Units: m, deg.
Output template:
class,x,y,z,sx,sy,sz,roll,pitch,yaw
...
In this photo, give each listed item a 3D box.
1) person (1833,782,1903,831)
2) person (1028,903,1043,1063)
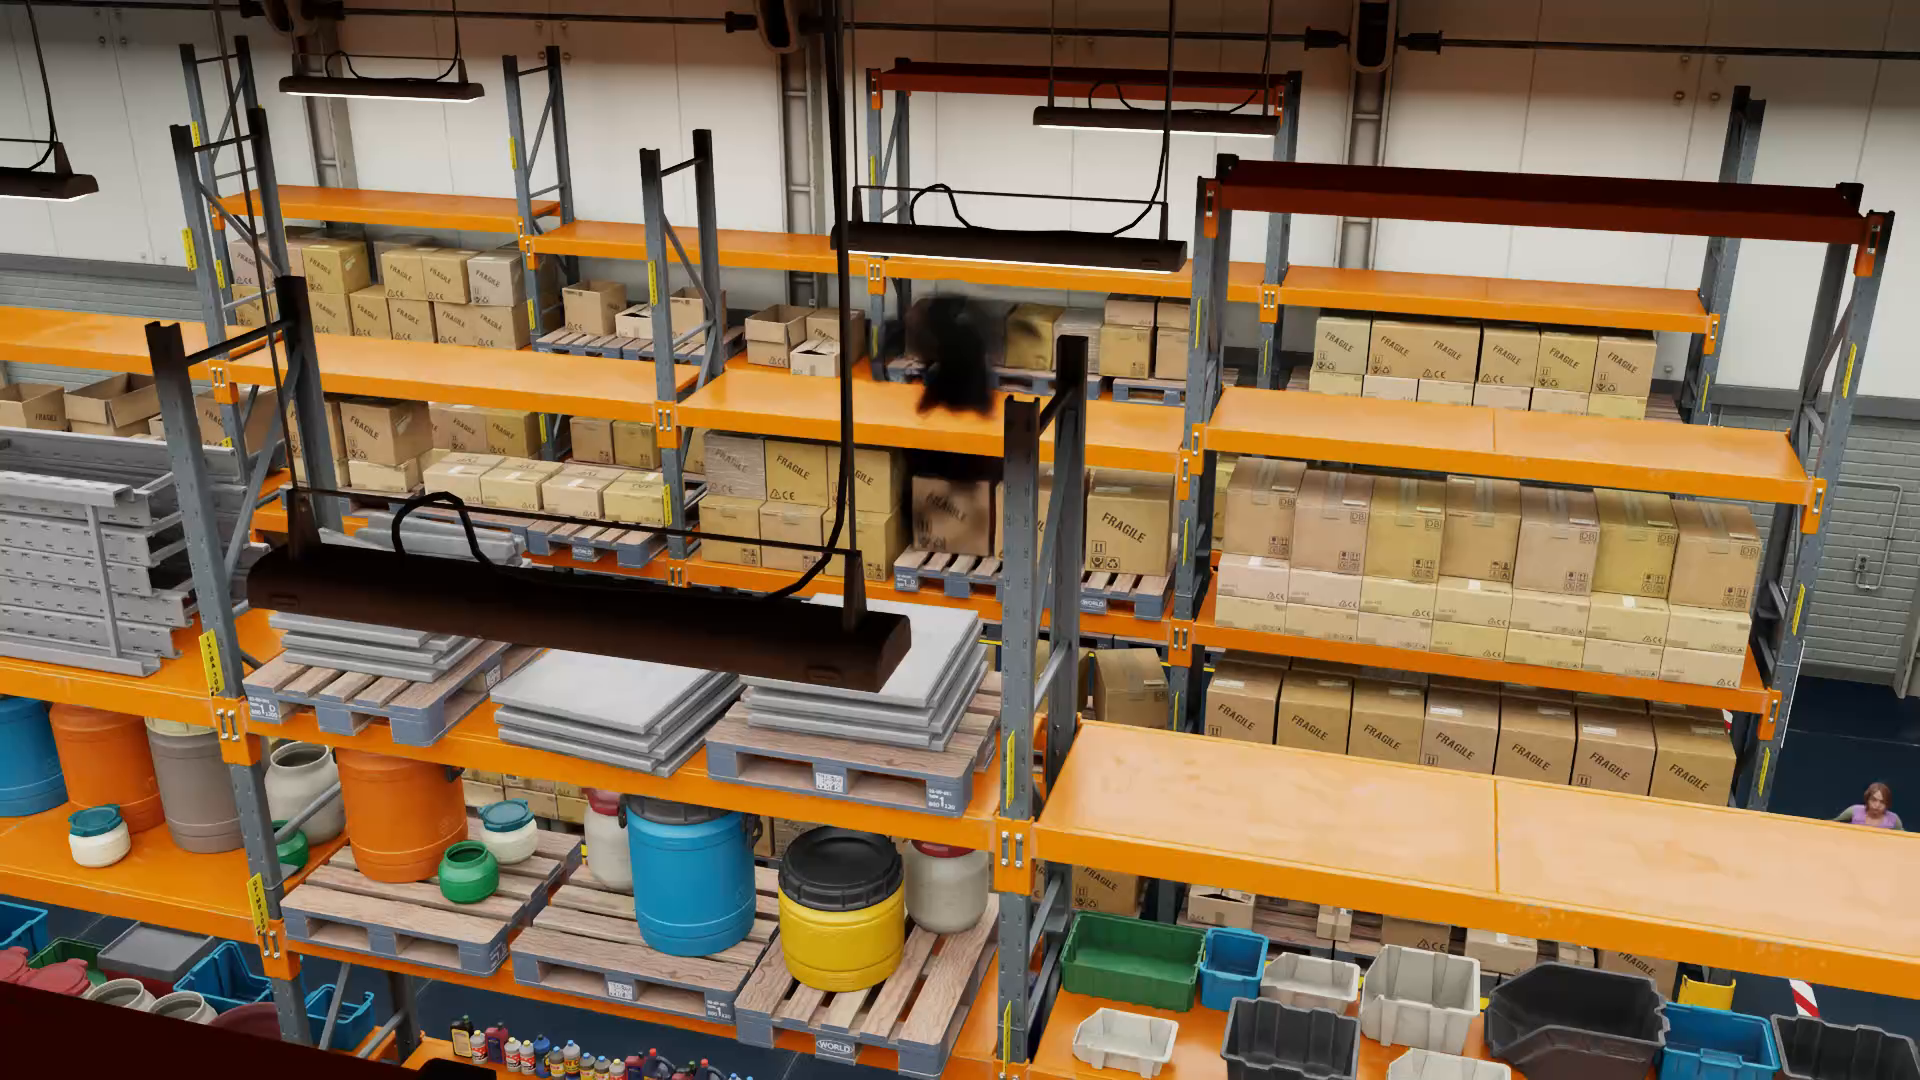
class,x,y,z,sx,sy,sz,roll,pitch,yaw
person,6.858,2.524,12.677,0.528,1.548,0.681,9,24,20
person,0.440,3.124,11.205,0.788,1.644,0.501,3,23,7
